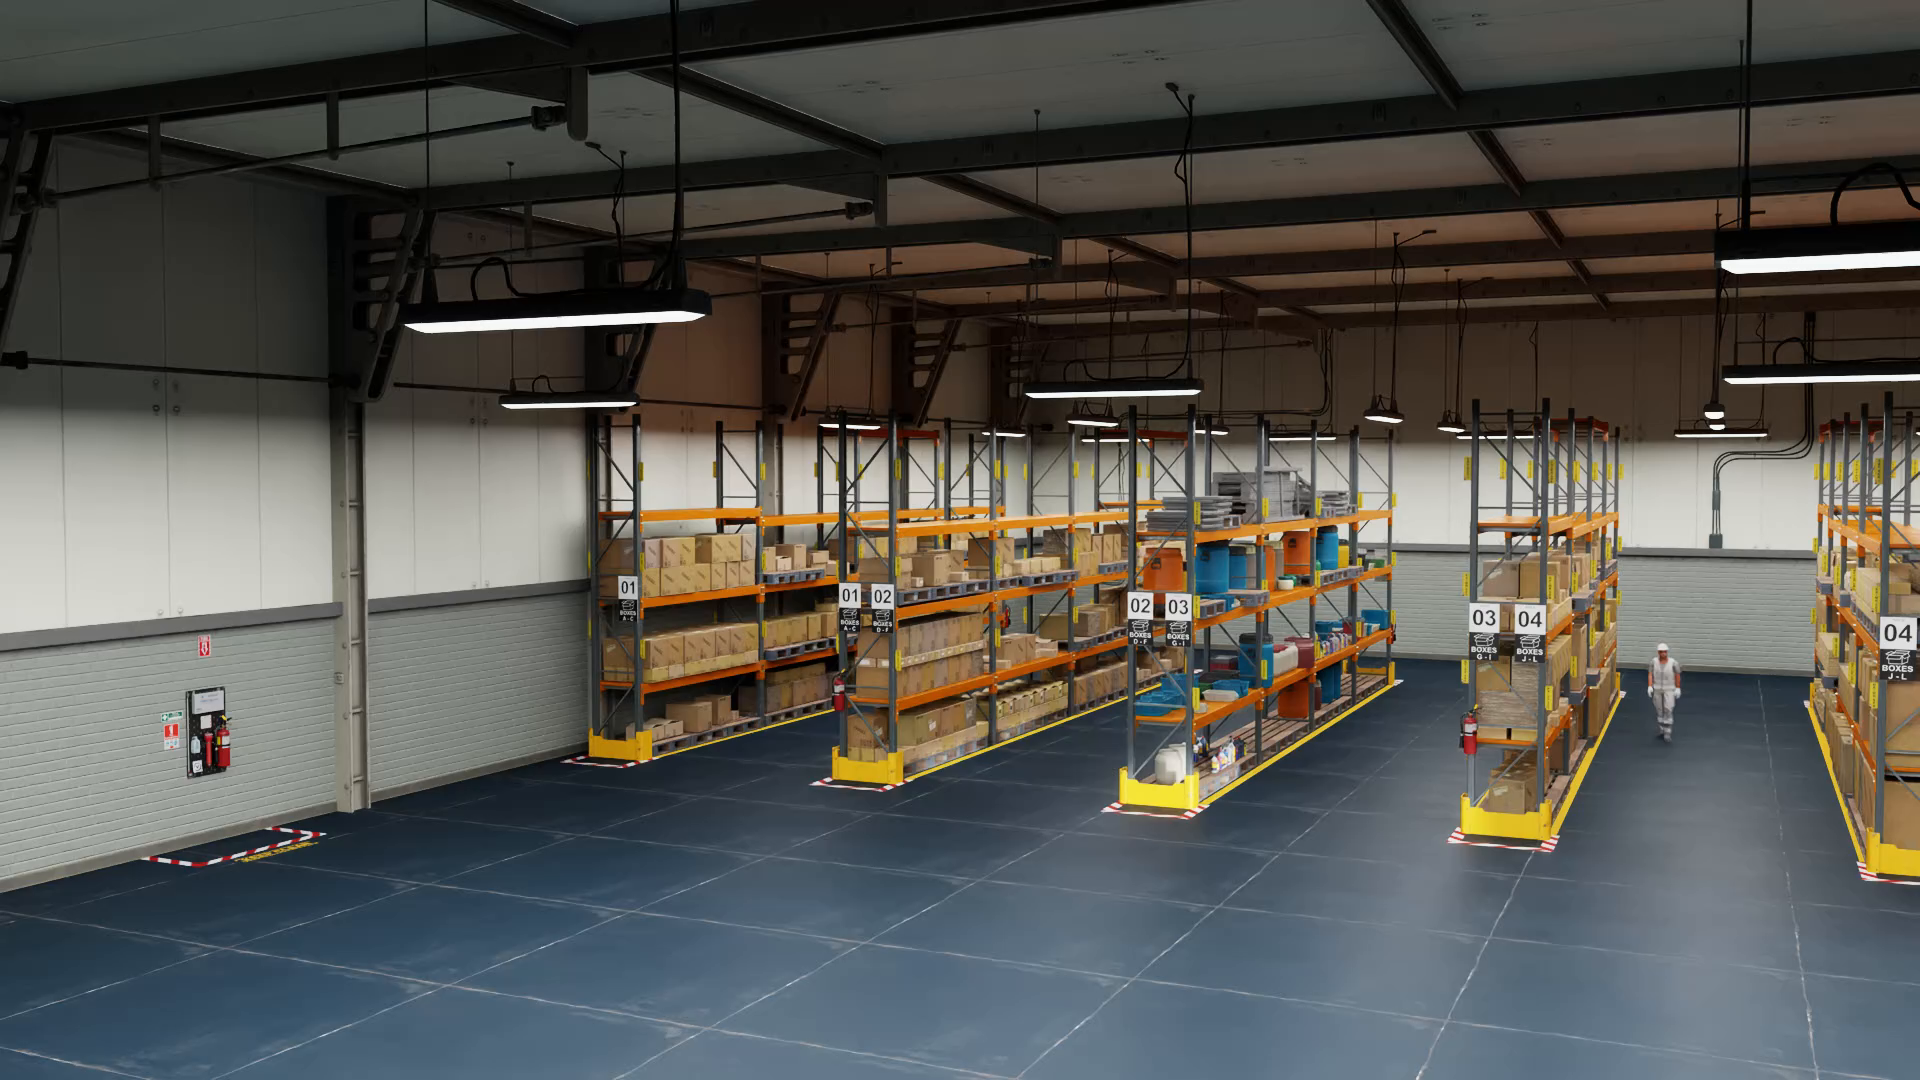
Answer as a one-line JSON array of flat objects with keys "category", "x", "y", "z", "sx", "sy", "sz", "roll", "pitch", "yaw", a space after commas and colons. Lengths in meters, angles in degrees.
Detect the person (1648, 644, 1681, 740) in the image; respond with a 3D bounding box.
[{"category": "person", "x": 13.172, "y": 2.817, "z": 31.166, "sx": 0.544, "sy": 1.747, "sz": 0.902, "roll": 2, "pitch": 3, "yaw": 37}]
